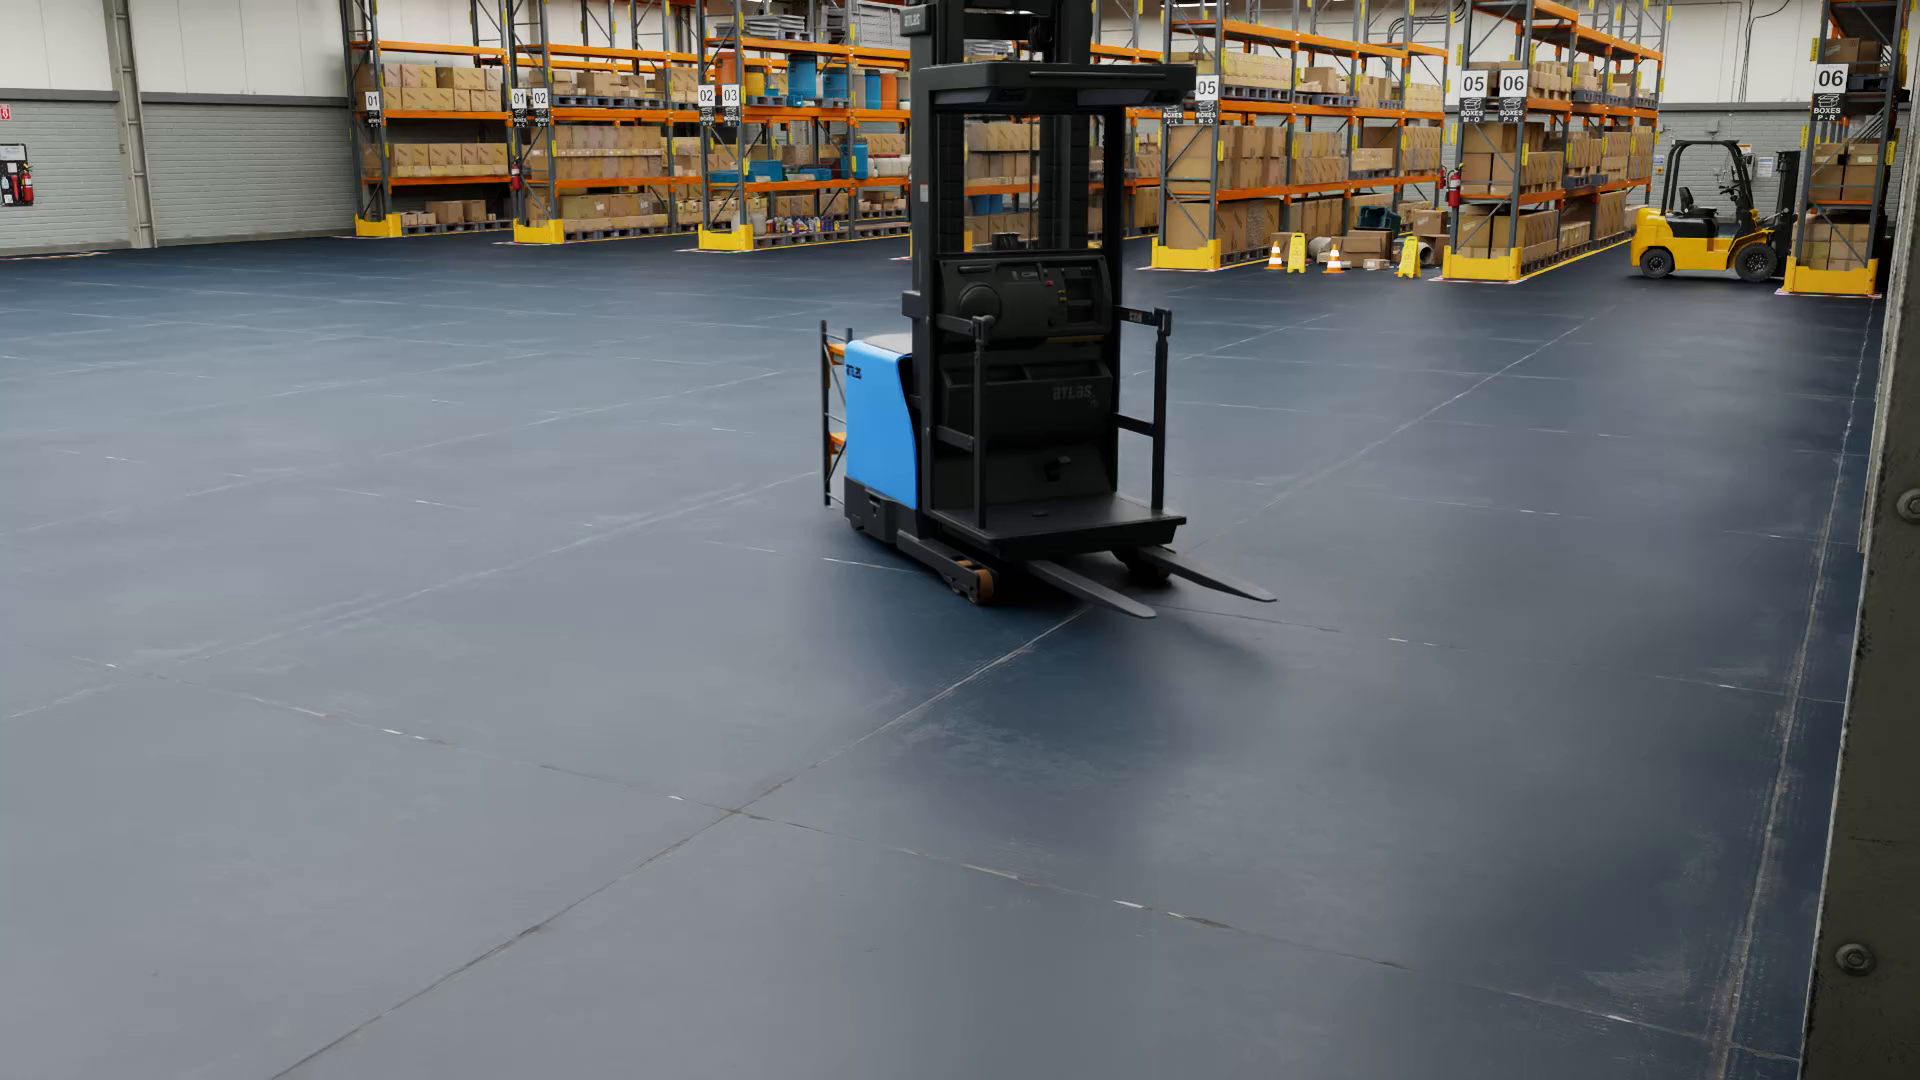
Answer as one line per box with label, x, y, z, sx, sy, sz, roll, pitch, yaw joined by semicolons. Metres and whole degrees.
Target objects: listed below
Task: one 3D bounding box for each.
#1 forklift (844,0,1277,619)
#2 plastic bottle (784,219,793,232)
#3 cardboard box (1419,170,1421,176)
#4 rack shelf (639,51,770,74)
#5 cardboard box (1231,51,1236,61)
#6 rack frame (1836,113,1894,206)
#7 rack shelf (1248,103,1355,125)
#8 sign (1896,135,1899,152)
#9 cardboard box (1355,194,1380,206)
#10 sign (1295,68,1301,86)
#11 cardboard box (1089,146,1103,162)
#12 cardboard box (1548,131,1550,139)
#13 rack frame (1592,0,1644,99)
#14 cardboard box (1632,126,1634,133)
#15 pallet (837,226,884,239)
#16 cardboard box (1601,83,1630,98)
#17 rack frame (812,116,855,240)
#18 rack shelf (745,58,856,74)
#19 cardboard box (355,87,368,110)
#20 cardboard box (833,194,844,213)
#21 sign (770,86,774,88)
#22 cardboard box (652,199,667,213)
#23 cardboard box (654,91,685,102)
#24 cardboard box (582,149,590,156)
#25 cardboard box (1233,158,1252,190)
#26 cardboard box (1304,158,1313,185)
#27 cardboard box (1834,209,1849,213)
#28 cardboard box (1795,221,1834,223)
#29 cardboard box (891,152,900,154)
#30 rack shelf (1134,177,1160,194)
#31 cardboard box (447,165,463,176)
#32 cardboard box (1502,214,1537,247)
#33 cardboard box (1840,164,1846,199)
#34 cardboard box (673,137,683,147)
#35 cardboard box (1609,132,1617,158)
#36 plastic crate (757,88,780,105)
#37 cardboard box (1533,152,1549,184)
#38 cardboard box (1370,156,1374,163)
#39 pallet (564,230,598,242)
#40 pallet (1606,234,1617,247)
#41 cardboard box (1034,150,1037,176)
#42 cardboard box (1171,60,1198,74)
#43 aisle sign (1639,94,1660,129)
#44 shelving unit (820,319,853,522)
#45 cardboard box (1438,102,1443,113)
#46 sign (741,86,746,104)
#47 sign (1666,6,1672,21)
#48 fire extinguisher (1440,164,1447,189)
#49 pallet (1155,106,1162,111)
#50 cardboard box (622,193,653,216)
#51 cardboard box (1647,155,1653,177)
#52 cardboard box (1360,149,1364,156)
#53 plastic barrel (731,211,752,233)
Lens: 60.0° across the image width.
forklift;0.428;-1.238;8.108;1.130;2.935;3.031;-6;15;-25
plastic bottle;-3.695;-6.767;35.769;0.152;0.276;0.135;7;15;28
cardboard box;11.034;-8.976;40.596;0.380;0.149;0.250;7;15;26
rack shelf;-6.154;-11.478;40.025;1.077;0.370;4.000;7;15;28
cardboard box;4.471;-8.229;28.286;0.380;0.149;0.250;7;15;28
rack frame;18.439;-7.529;34.058;1.000;3.000;0.127;7;15;28
rack shelf;6.810;-8.508;33.254;1.077;0.370;4.000;7;15;28
sign;18.927;-8.030;33.664;0.100;0.325;0.005;7;15;28
cardboard box;9.068;-7.589;37.143;0.500;0.250;0.500;7;15;26
sign;6.329;-8.675;31.138;0.100;0.325;0.005;7;15;28
cardboard box;3.075;-8.404;36.579;0.700;0.500;0.500;10;17;36
cardboard box;10.684;-7.484;30.743;0.380;0.149;0.250;7;15;26
rack frame;14.092;-11.007;35.684;1.000;3.000;0.127;7;15;28
cardboard box;14.582;-9.030;36.555;0.380;0.149;0.250;8;16;29
pallet;-2.440;-6.943;37.577;1.003;0.211;1.213;7;15;28
cardboard box;13.850;-9.505;35.148;0.500;0.311;0.500;7;15;28
rack frame;-2.786;-8.133;36.564;1.000;3.000;0.127;7;15;28
rack shelf;-4.220;-12.298;43.429;1.077;0.370;4.000;7;15;28
cardboard box;-13.412;-10.066;37.924;0.500;0.500;0.500;9;16;32
cardboard box;-3.487;-9.101;44.973;0.500;0.500;0.500;7;15;28
sign;-4.705;-11.199;41.610;0.100;0.325;0.005;7;15;28
cardboard box;-7.176;-7.951;39.582;0.500;0.311;0.500;7;15;28
cardboard box;-6.814;-10.410;39.032;0.500;0.250;0.500;9;16;34
cardboard box;-8.305;-8.452;36.287;0.380;0.149;0.250;7;15;27
cardboard box;4.676;-6.539;29.631;0.875;0.550;0.550;7;15;28
cardboard box;6.576;-7.219;32.559;0.500;0.500;0.500;8;15;28
cardboard box;16.793;-6.251;31.811;0.380;0.149;0.250;7;15;26
cardboard box;12.829;-4.656;24.977;0.500;0.250;0.500;8;16;29
cardboard box;-2.035;-10.771;47.293;0.500;0.500;0.500;7;15;27
rack shelf;4.450;-8.453;39.427;1.077;0.370;4.000;7;15;28
cardboard box;-12.142;-8.751;39.406;0.500;0.250;0.500;8;15;29
cardboard box;9.183;-5.107;27.384;0.500;0.500;0.500;7;15;26
cardboard box;12.905;-5.352;24.813;0.500;0.500;0.500;8;16;30
cardboard box;-8.095;-11.131;46.509;0.500;0.250;0.500;8;16;29
cardboard box;13.106;-8.085;34.019;0.500;0.500;0.500;8;16;30
plastic crate;-4.062;-9.188;34.575;0.392;0.384;0.575;7;15;28
cardboard box;9.494;-6.204;27.714;0.500;0.500;0.500;7;15;27
cardboard box;8.934;-8.433;36.814;0.380;0.149;0.250;8;16;30
pallet;-8.721;-6.681;36.488;1.003;0.211;1.213;7;15;28
pallet;13.196;-6.317;34.980;1.003;0.211;1.213;7;15;28
cardboard box;1.278;-7.680;33.836;0.875;0.500;0.500;7;15;28
cardboard box;3.901;-8.083;28.533;0.500;0.250;0.500;8;16;29
aisle sign;16.332;-10.155;39.402;0.394;0.787;0.004;7;15;28
shelving unit;-0.252;-0.752;9.948;1.048;1.125;0.538;-6;15;-23
cardboard box;11.655;-10.713;41.186;0.500;0.250;0.500;7;15;27
sign;-4.240;-8.712;32.545;0.100;0.325;0.005;7;15;28
sign;16.494;-12.256;38.702;0.100;0.325;0.005;7;15;28
fire extinguisher;12.170;-9.232;42.082;0.296;0.674;0.183;7;15;28
pallet;4.286;-10.127;38.837;1.003;0.211;1.213;8;16;31
cardboard box;-7.405;-7.706;38.163;0.500;0.500;0.500;7;15;28
cardboard box;16.024;-8.831;39.245;0.500;0.500;0.500;7;15;28
cardboard box;8.548;-8.414;36.098;0.380;0.149;0.250;7;15;26
plastic barrel;-4.469;-6.451;33.998;0.421;0.512;0.421;0;14;0
